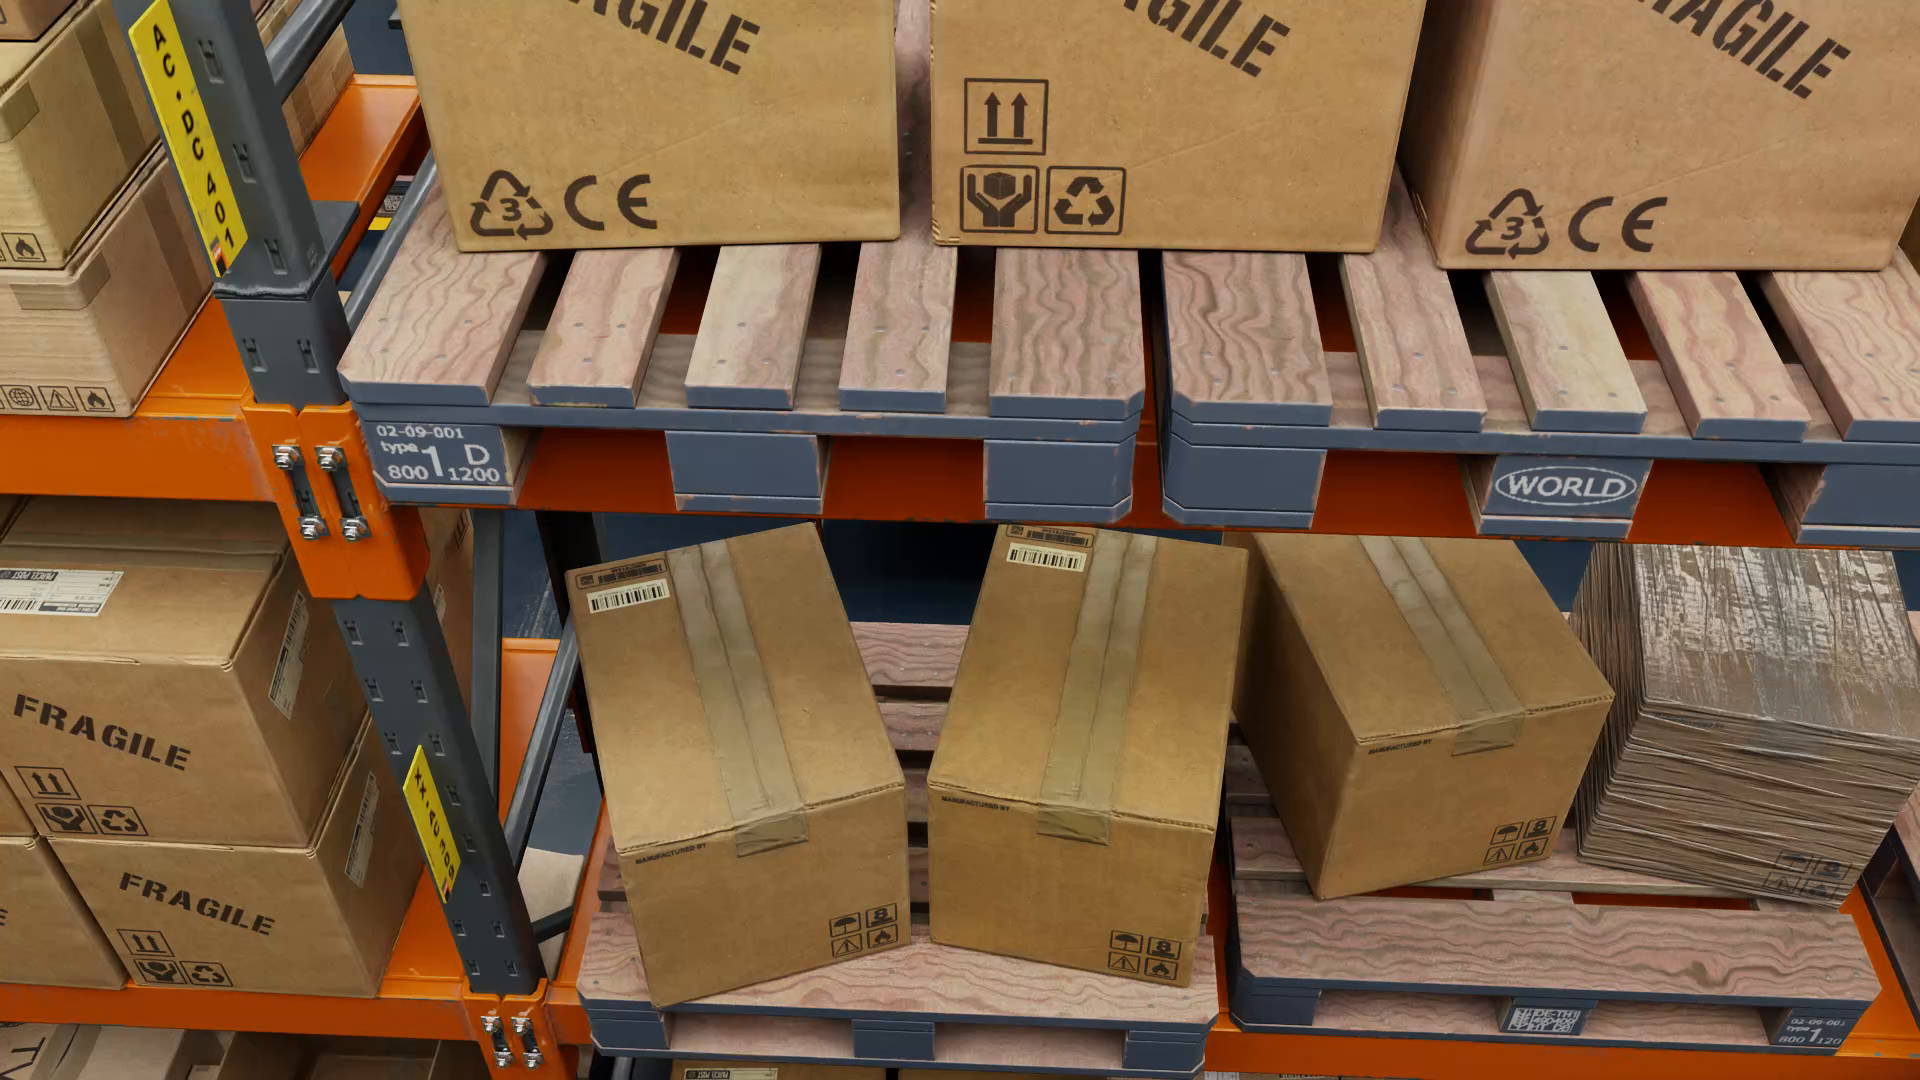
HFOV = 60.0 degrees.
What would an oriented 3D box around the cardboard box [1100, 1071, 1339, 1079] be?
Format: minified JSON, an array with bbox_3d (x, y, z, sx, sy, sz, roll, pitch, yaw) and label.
[{"bbox_3d":[0.575,1.132,3.795,0.500,0.250,0.500,2,43,2],"label":"cardboard box"}]

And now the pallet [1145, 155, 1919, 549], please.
[{"bbox_3d":[0.789,-0.490,2.512,1.003,0.211,1.213,2,43,2],"label":"pallet"}]

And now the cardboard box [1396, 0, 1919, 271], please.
[{"bbox_3d":[0.937,-0.778,2.229,0.600,0.600,0.600,0,43,0],"label":"cardboard box"}]

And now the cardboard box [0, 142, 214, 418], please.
[{"bbox_3d":[-1.394,-0.435,2.426,0.500,0.250,0.500,2,43,2],"label":"cardboard box"}]

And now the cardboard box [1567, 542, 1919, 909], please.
[{"bbox_3d":[1.561,0.273,3.375,0.500,0.500,0.700,9,44,10],"label":"cardboard box"}]

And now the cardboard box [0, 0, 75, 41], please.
[{"bbox_3d":[-1.383,-1.047,2.166,0.500,0.500,0.700,2,43,2],"label":"cardboard box"}]

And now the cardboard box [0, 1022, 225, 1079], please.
[{"bbox_3d":[-2.227,1.417,4.178,0.500,0.311,0.500,2,43,2],"label":"cardboard box"}]

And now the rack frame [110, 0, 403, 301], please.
[{"bbox_3d":[-0.896,-1.754,1.531,0.127,3.000,1.000,2,43,2],"label":"rack frame"}]

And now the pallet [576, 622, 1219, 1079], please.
[{"bbox_3d":[-0.103,0.611,3.535,1.213,0.211,1.003,2,43,2],"label":"pallet"}]

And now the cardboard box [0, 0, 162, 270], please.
[{"bbox_3d":[-1.394,-0.614,2.251,0.500,0.250,0.500,2,43,2],"label":"cardboard box"}]

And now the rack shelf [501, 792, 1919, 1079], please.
[{"bbox_3d":[1.102,0.766,3.755,4.000,0.370,1.077,2,43,2],"label":"rack shelf"}]

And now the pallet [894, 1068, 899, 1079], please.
[{"bbox_3d":[-0.082,1.461,4.527,1.213,0.211,1.003,2,43,2],"label":"pallet"}]

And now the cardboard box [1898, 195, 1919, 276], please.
[{"bbox_3d":[1.634,-0.592,2.411,0.500,0.500,0.910,2,43,2],"label":"cardboard box"}]

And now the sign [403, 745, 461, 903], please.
[{"bbox_3d":[-0.913,0.494,2.884,0.005,0.325,0.100,2,43,2],"label":"sign"}]

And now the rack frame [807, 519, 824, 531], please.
[{"bbox_3d":[-0.515,-0.427,5.884,0.032,1.125,0.500,2,43,2],"label":"rack frame"}]

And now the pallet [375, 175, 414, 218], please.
[{"bbox_3d":[-2.627,-1.943,8.181,1.213,0.211,1.003,2,43,2],"label":"pallet"}]

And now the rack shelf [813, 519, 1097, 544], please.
[{"bbox_3d":[-0.007,-0.233,6.033,1.000,0.278,0.538,2,43,2],"label":"rack shelf"}]

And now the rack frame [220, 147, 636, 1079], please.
[{"bbox_3d":[-0.896,0.441,3.575,0.127,3.000,1.000,2,43,2],"label":"rack frame"}]

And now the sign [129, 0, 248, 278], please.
[{"bbox_3d":[-0.913,-0.476,1.980,0.005,0.325,0.100,2,43,2],"label":"sign"}]

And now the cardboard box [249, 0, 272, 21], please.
[{"bbox_3d":[-1.370,-0.968,2.631,0.500,0.250,0.500,2,43,2],"label":"cardboard box"}]

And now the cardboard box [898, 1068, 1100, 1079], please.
[{"bbox_3d":[0.110,1.385,4.074,0.500,0.500,0.500,2,43,2],"label":"cardboard box"}]

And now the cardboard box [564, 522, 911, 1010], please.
[{"bbox_3d":[-0.433,0.418,3.219,0.500,0.500,0.700,-12,44,-12],"label":"cardboard box"}]

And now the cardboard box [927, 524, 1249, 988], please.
[{"bbox_3d":[0.257,0.396,3.243,0.500,0.500,0.700,8,44,9],"label":"cardboard box"}]

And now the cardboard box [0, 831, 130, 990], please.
[{"bbox_3d":[-1.922,0.549,3.386,0.500,0.500,0.500,3,43,3],"label":"cardboard box"}]

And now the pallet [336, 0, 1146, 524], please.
[{"bbox_3d":[-0.248,-0.519,2.544,1.003,0.211,1.213,2,43,2],"label":"pallet"}]

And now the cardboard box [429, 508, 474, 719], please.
[{"bbox_3d":[-1.393,0.204,3.757,0.500,0.500,0.500,3,43,3],"label":"cardboard box"}]

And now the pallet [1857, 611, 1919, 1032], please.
[{"bbox_3d":[2.420,0.661,3.480,1.003,0.211,1.213,2,43,2],"label":"pallet"}]

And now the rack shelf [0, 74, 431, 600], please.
[{"bbox_3d":[-2.894,-0.454,2.864,4.000,0.370,1.077,2,43,2],"label":"rack shelf"}]

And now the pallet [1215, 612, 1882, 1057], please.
[{"bbox_3d":[1.157,0.578,3.570,1.213,0.211,1.003,2,43,2],"label":"pallet"}]

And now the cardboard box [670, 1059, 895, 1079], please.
[{"bbox_3d":[-0.424,1.376,4.084,0.500,0.500,0.500,0,43,0],"label":"cardboard box"}]

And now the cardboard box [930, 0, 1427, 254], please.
[{"bbox_3d":[0.273,-0.812,2.266,0.600,0.600,0.600,1,43,1],"label":"cardboard box"}]

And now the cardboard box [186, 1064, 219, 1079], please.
[{"bbox_3d":[-1.855,1.529,4.177,0.250,0.149,0.380,2,43,2],"label":"cardboard box"}]

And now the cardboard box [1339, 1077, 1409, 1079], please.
[{"bbox_3d":[1.076,1.147,3.779,0.500,0.250,0.500,1,43,1],"label":"cardboard box"}]

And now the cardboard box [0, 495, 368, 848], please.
[{"bbox_3d":[-1.413,0.200,3.028,0.500,0.500,0.500,2,43,2],"label":"cardboard box"}]

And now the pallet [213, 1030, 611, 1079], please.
[{"bbox_3d":[-1.582,1.440,4.549,1.213,0.211,1.003,2,43,2],"label":"pallet"}]

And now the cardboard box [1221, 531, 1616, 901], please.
[{"bbox_3d":[0.872,0.263,3.385,0.500,0.500,0.700,-8,44,-9],"label":"cardboard box"}]

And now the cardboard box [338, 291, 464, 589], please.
[{"bbox_3d":[-1.354,-0.167,3.422,0.500,0.500,0.500,3,43,3],"label":"cardboard box"}]

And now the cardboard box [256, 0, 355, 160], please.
[{"bbox_3d":[-1.371,-0.785,2.801,0.500,0.250,0.500,2,43,2],"label":"cardboard box"}]

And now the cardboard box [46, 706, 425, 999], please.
[{"bbox_3d":[-1.407,0.564,3.370,0.500,0.500,0.500,2,43,3],"label":"cardboard box"}]

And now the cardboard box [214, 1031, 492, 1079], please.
[{"bbox_3d":[-1.478,1.371,4.089,0.500,0.500,0.500,2,43,2],"label":"cardboard box"}]

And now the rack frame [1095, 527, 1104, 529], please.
[{"bbox_3d":[0.501,-0.396,5.850,0.032,1.125,0.500,2,43,2],"label":"rack frame"}]

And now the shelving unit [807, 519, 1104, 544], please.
[{"bbox_3d":[-0.007,-0.412,5.867,1.048,1.125,0.538,2,43,2],"label":"shelving unit"}]

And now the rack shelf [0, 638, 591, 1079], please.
[{"bbox_3d":[-2.894,0.643,3.887,4.000,0.370,1.077,2,43,2],"label":"rack shelf"}]

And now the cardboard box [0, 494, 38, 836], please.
[{"bbox_3d":[-1.925,0.186,3.043,0.500,0.500,0.500,1,43,1],"label":"cardboard box"}]

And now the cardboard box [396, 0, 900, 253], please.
[{"bbox_3d":[-0.396,-0.817,2.271,0.600,0.600,0.600,-2,43,-2],"label":"cardboard box"}]

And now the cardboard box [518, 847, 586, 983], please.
[{"bbox_3d":[-1.305,1.104,4.514,0.500,0.311,0.500,2,43,2],"label":"cardboard box"}]

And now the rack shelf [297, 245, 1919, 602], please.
[{"bbox_3d":[1.102,-0.331,2.732,4.000,0.370,1.077,2,43,2],"label":"rack shelf"}]
